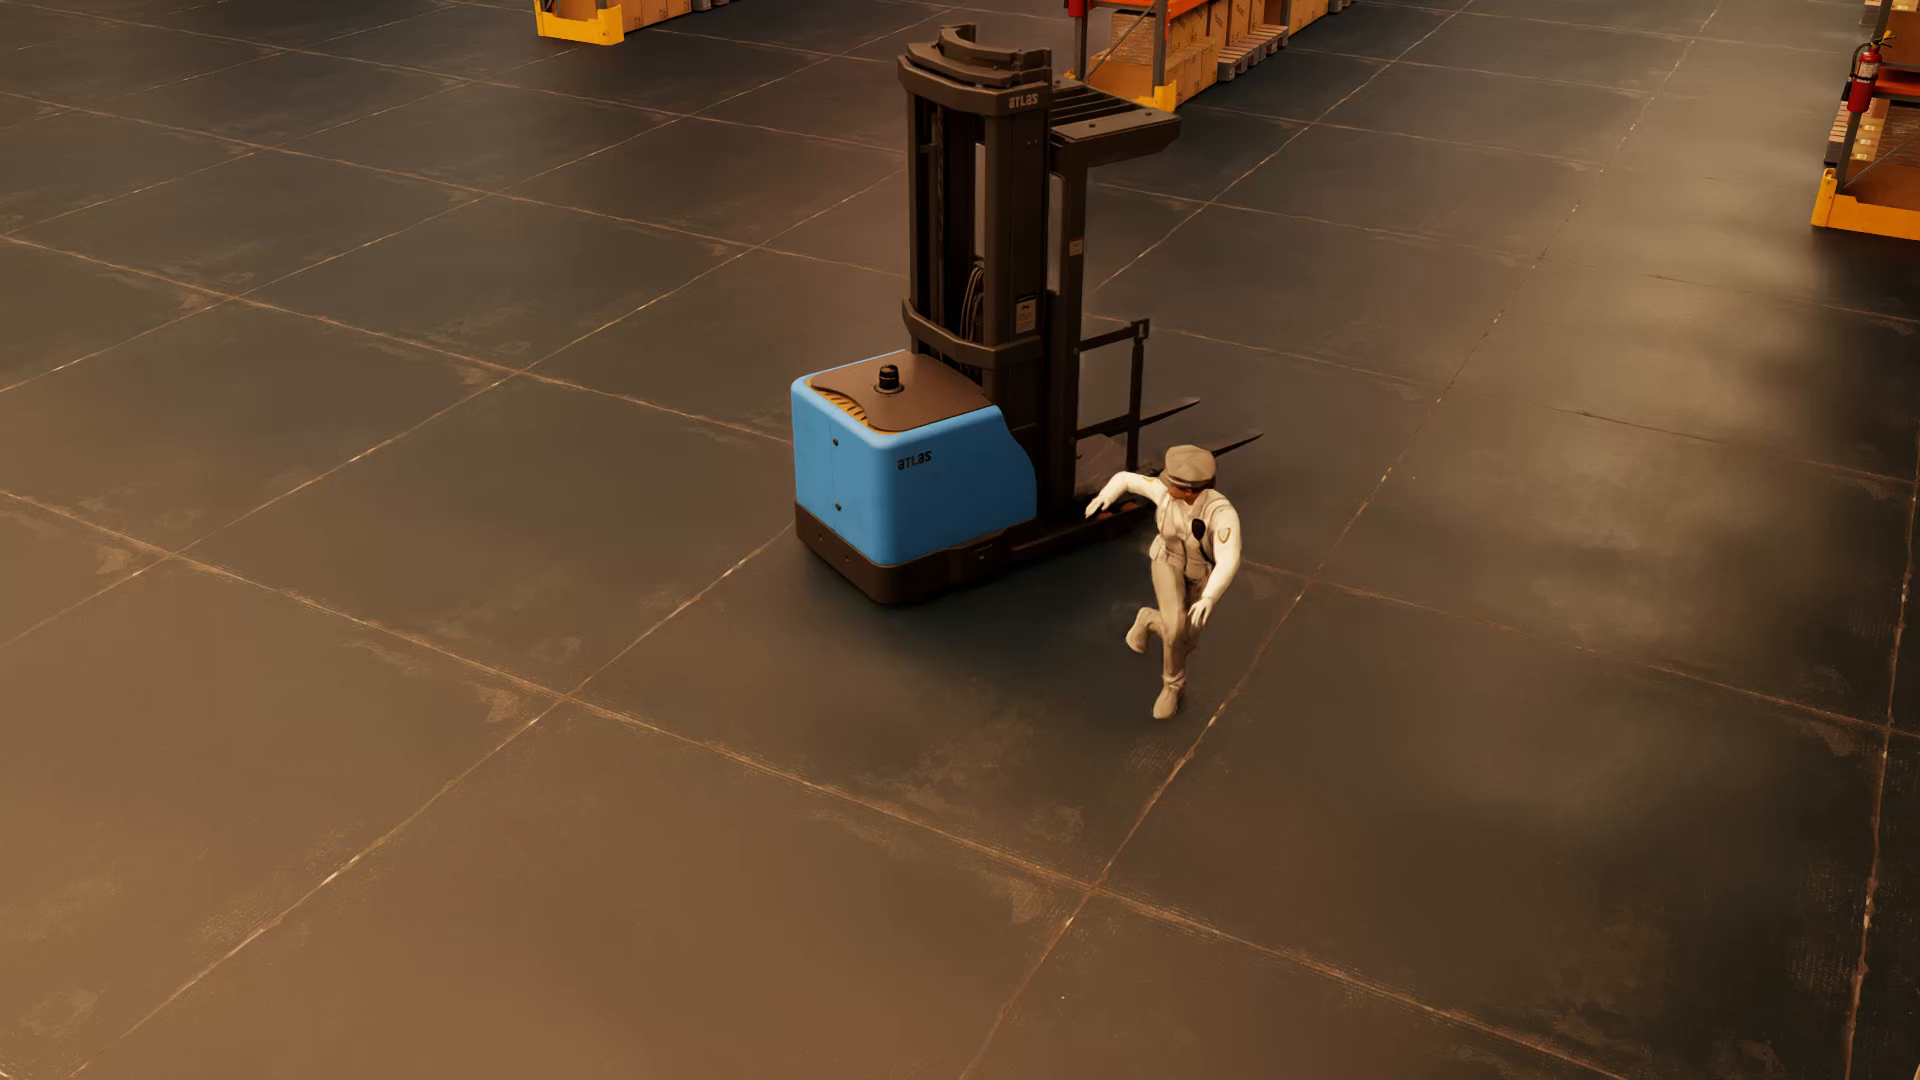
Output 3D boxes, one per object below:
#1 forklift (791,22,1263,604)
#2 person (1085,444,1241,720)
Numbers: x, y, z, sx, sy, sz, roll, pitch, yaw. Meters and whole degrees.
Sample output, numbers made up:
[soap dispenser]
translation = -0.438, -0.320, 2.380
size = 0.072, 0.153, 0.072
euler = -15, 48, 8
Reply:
[forklift]
translation = 0.526, -1.474, 9.625
size = 3.031, 2.935, 1.130
euler = -19, 35, -29
[person]
translation = 0.983, 0.215, 8.245
size = 0.760, 1.422, 1.047
euler = 4, 30, 7
